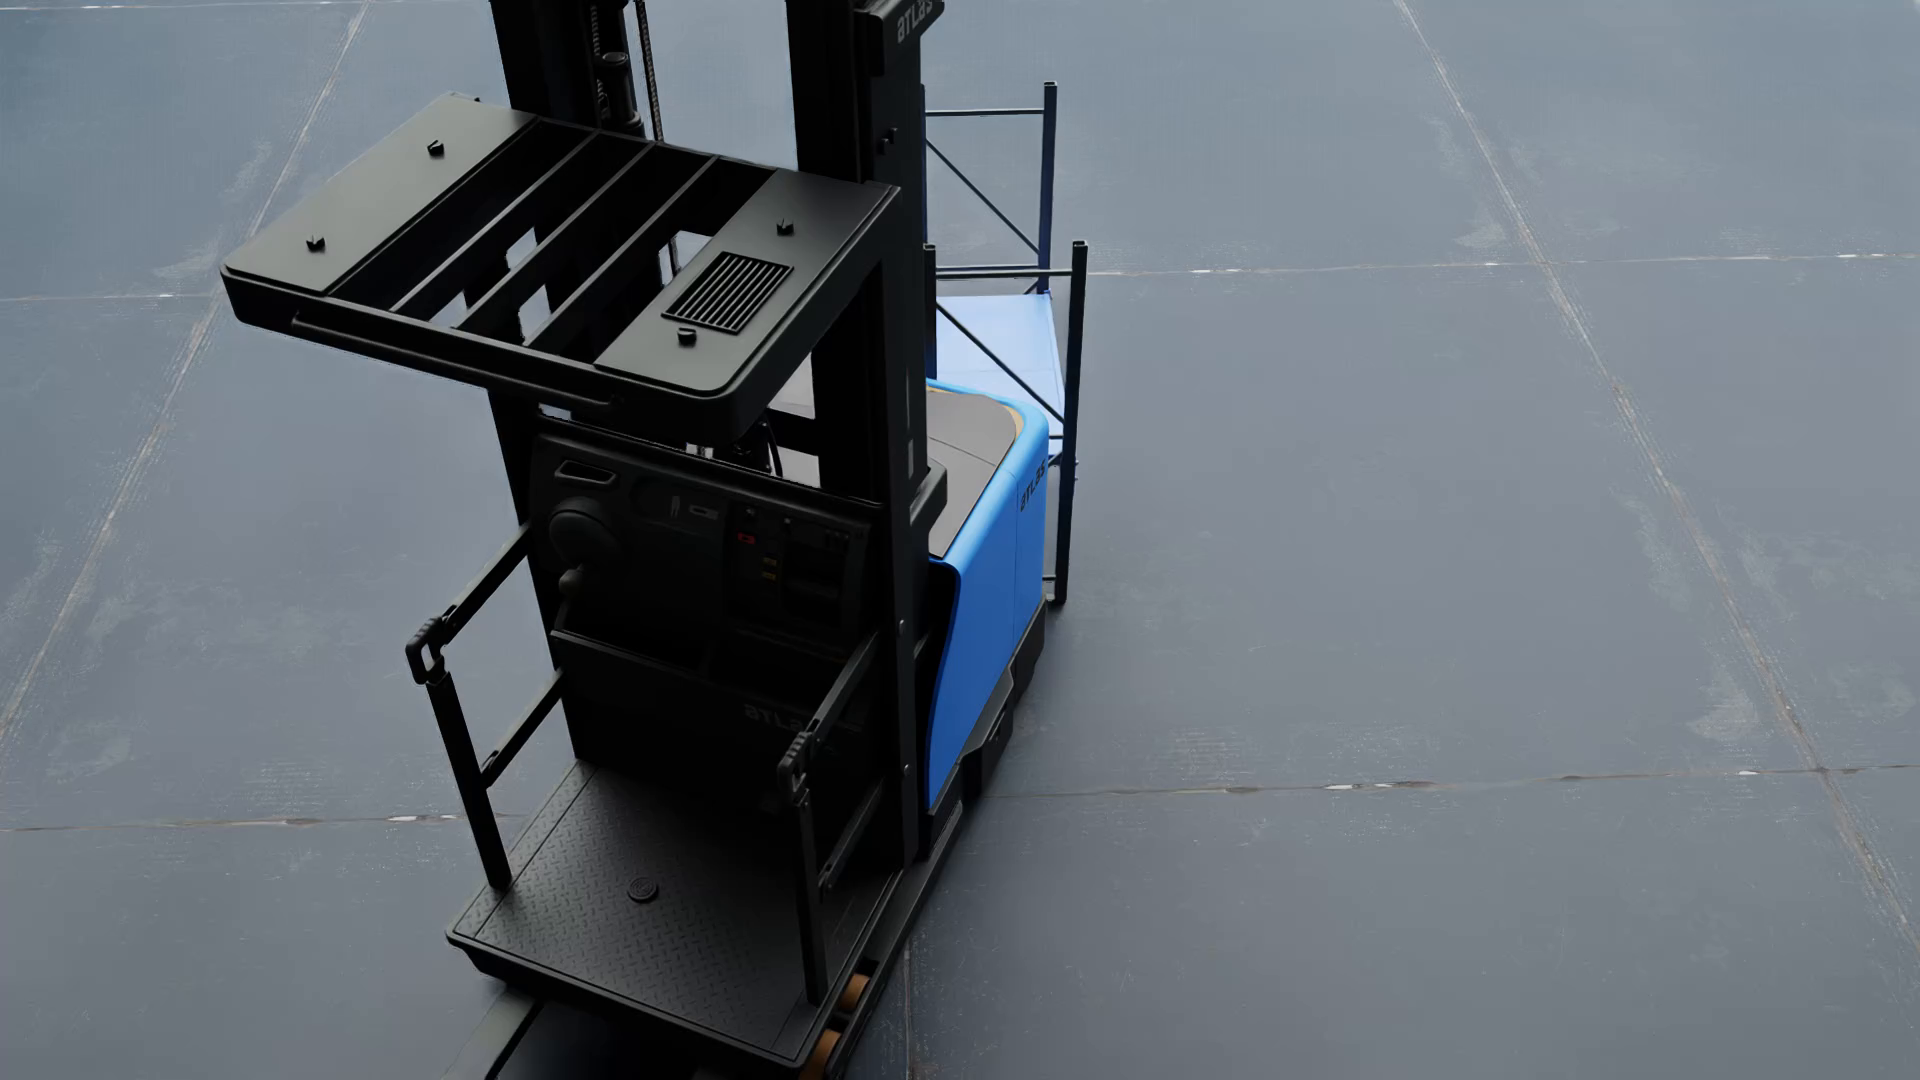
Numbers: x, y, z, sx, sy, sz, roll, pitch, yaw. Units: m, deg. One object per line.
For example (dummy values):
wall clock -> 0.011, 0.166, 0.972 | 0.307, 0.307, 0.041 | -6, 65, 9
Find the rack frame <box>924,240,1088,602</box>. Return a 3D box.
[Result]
rack frame -> 0.134, -0.334, 5.504 | 0.500, 1.500, 0.032 | -2, 43, -2

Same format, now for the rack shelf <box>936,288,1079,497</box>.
rack shelf -> 0.110, -0.545, 6.000 | 0.538, 0.185, 1.000 | -2, 43, -2

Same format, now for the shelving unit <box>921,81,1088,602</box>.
shelving unit -> 0.110, -0.677, 5.879 | 0.538, 1.500, 1.048 | -2, 43, -2

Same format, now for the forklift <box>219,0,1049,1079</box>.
forklift -> -0.734, 0.102, 3.970 | 1.130, 2.935, 3.031 | 15, 45, 16

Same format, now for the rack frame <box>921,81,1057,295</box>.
rack frame -> 0.086, -1.020, 6.253 | 0.500, 1.500, 0.032 | -2, 43, -2
